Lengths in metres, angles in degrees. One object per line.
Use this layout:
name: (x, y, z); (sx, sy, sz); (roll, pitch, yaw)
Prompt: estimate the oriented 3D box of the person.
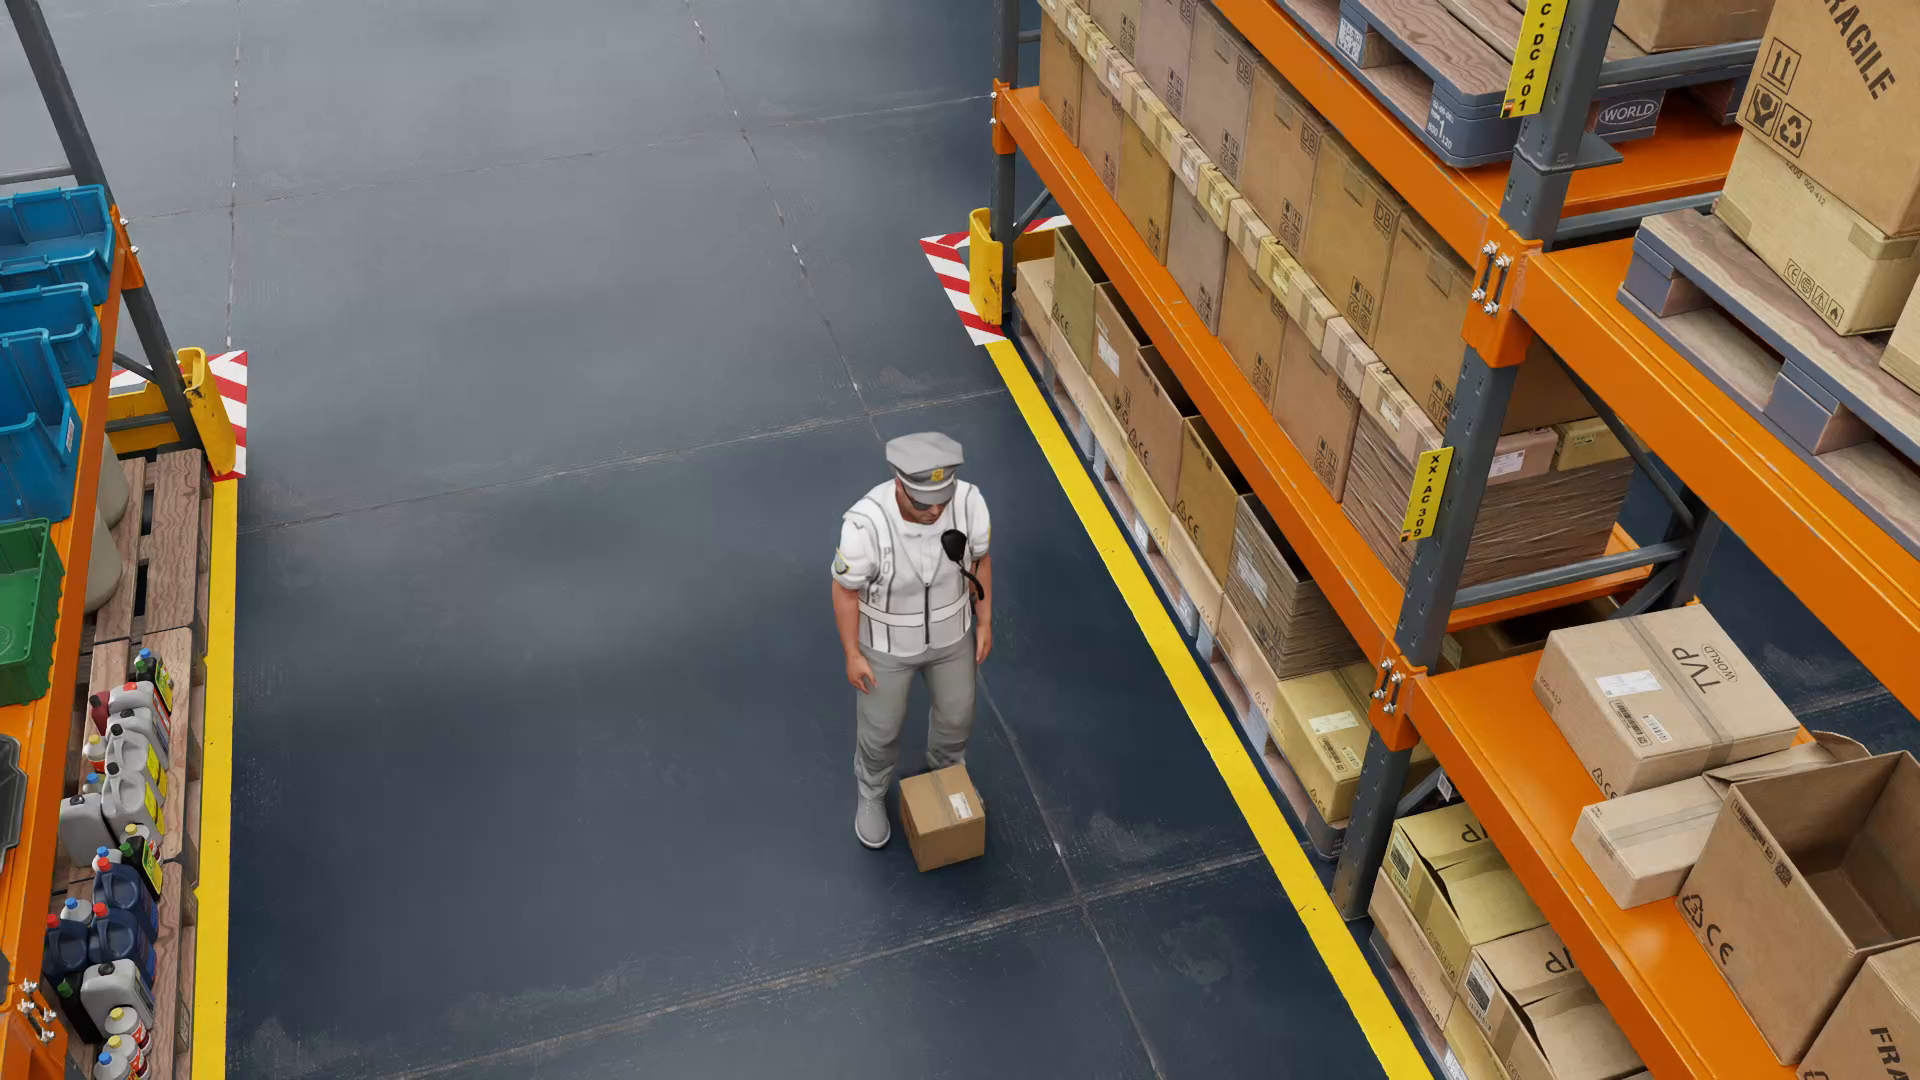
person: (-0.156, 0.319, 5.798); (0.574, 1.748, 0.443); (-13, 44, -14)
